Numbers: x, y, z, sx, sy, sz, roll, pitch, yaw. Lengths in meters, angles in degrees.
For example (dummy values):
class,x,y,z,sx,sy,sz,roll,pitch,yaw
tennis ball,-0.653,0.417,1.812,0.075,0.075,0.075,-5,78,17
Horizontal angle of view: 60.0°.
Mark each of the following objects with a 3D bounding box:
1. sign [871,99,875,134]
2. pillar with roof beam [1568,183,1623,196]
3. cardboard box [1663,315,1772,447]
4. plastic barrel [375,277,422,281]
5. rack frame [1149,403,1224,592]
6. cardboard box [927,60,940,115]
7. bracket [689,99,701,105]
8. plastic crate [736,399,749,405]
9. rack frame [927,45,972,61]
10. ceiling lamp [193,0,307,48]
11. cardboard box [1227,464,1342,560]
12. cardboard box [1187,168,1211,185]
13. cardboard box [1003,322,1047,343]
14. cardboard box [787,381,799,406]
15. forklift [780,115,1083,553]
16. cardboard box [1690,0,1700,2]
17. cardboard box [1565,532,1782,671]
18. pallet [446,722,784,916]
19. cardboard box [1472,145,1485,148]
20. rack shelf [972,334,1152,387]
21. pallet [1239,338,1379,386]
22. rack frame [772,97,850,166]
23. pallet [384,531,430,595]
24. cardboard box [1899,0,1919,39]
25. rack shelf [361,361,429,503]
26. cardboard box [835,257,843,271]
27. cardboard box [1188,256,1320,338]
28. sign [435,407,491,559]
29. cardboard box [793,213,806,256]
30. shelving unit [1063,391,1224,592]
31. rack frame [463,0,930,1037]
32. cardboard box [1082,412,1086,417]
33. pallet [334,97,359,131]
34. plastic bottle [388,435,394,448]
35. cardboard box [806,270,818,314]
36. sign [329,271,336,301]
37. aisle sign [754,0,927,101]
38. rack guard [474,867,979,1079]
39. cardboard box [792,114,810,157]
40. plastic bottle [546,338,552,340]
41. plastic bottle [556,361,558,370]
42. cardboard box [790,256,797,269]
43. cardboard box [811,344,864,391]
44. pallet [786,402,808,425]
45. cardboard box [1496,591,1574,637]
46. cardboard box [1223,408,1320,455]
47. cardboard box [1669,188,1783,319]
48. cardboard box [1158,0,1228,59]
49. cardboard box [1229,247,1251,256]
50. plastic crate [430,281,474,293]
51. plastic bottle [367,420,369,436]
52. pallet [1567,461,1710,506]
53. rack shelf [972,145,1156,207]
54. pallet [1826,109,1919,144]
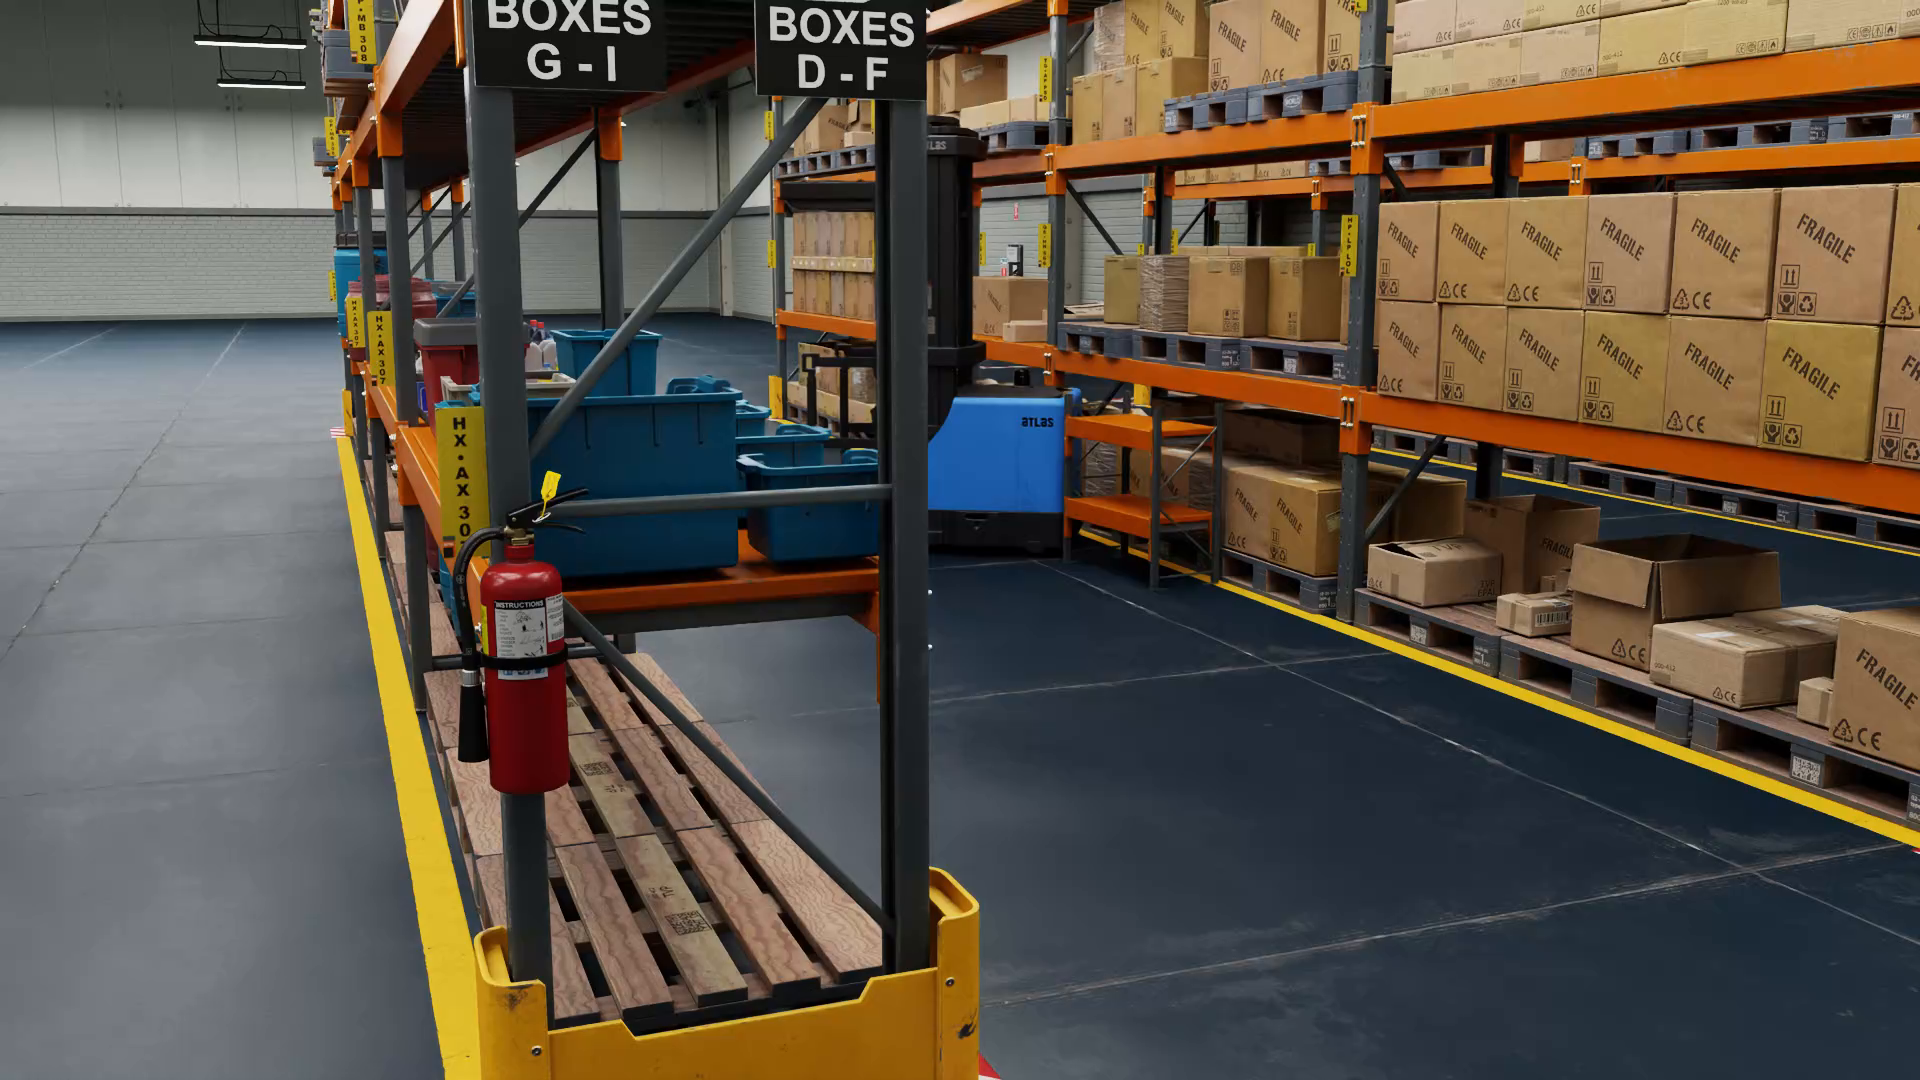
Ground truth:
class,x,y,z,sx,sy,sz,roll,pitch,yaw
sign,-0.809,-4.087,16.065,0.100,0.325,0.005,-4,11,-21
pillar with roof beam,2.096,-4.962,14.120,9.100,9.000,0.400,-4,11,-21
cardboard box,3.273,-0.665,6.808,0.500,0.500,0.500,-4,11,-20
plastic barrel,-4.345,-1.745,12.778,0.433,0.535,0.433,0,10,0
rack frame,1.388,-0.262,10.179,0.500,1.125,0.032,-5,11,-27
cardboard box,-0.106,-4.228,15.648,0.500,0.500,0.500,-4,11,-20
bracket,-8.064,-13.219,50.262,0.076,0.066,3.189,-4,11,-21
plastic crate,-0.930,-0.352,5.641,0.416,0.233,0.300,-4,11,-21
rack frame,-0.292,-5.306,16.054,1.000,3.000,0.127,-4,11,-21
ceiling lamp,-13.701,-11.087,31.886,2.000,3.185,0.800,-4,11,-21
cardboard box,1.989,-0.176,10.226,0.500,0.500,0.500,-4,11,-21
cardboard box,3.115,-4.611,20.371,0.500,0.500,0.500,-3,11,-18
cardboard box,0.574,-1.705,13.658,0.380,0.149,0.250,-4,11,-21
cardboard box,-1.755,-1.757,19.883,0.500,0.250,0.500,-4,11,-21
forklift,-0.672,-1.448,11.693,3.031,2.935,1.130,2,10,9
cardboard box,3.273,-2.274,6.574,0.500,0.250,0.500,-4,11,-21
cardboard box,3.292,0.272,7.697,0.797,0.503,0.637,-4,11,-21
pallet,-1.263,0.957,5.937,1.003,0.211,1.213,-4,11,-21
cardboard box,4.894,-4.105,16.380,0.500,0.500,0.500,-4,11,-23
rack shelf,0.432,-1.672,14.808,1.077,0.370,4.000,-4,11,-21
pallet,2.419,-1.089,10.028,1.003,0.211,1.213,-4,11,-21
rack frame,-1.742,-5.959,19.725,1.000,3.000,0.127,-4,11,-21
pallet,-3.136,0.113,10.681,1.003,0.211,1.213,-4,11,-21
cardboard box,3.624,-1.864,5.696,0.500,0.250,0.500,-4,11,-21
rack shelf,-2.736,-0.705,9.373,1.077,0.370,4.000,-4,11,-21
cardboard box,-1.148,-3.002,18.096,0.380,0.149,0.250,-4,11,-19
cardboard box,1.909,-1.587,10.792,0.700,0.500,0.500,-7,12,-35
sign,-1.069,-0.123,3.579,0.100,0.325,0.005,-4,11,-21
cardboard box,-1.565,-3.608,19.646,0.700,0.500,0.500,-4,11,-21
shelving unit,1.149,-0.340,10.621,0.538,1.125,1.048,-5,11,-27
rack frame,-0.562,-0.080,3.804,1.000,3.000,0.127,-4,11,-21
cardboard box,0.738,-0.898,13.457,0.500,0.311,0.500,-4,11,-19
pallet,-3.275,-2.639,10.162,1.003,0.211,1.213,-4,11,-21
plastic bottle,-5.278,-1.047,15.549,0.144,0.351,0.185,-4,11,-21
cardboard box,-1.390,-2.892,19.328,0.700,0.500,0.500,-4,11,-19
sign,-6.874,-2.794,18.270,0.100,0.325,0.005,-4,11,-21
aisle sign,-0.259,-1.367,3.617,0.394,0.787,0.004,-4,11,-21
rack guard,-0.541,1.154,4.006,1.175,0.500,0.348,-4,11,-21
cardboard box,-1.538,-4.715,19.401,0.797,0.503,0.637,-3,11,-17
plastic bottle,-2.295,-0.995,9.315,0.097,0.271,0.097,0,10,0
plastic bottle,-1.851,-0.793,7.955,0.144,0.351,0.185,-4,11,-21
cardboard box,-1.800,-3.296,19.748,0.380,0.149,0.250,-4,11,-21
cardboard box,-1.379,-1.964,18.905,0.500,0.500,0.500,-4,11,-21
pallet,-1.426,-1.510,19.808,1.003,0.211,1.213,-4,11,-21
cardboard box,2.880,0.355,8.196,0.380,0.166,0.250,-4,11,-21
cardboard box,2.114,-0.741,11.262,0.500,0.250,0.500,-4,11,-22
cardboard box,3.262,-1.157,6.720,0.500,0.500,0.500,-4,11,-19
cardboard box,1.679,-3.480,11.212,0.500,0.500,0.500,-4,11,-21
cardboard box,3.505,-3.194,19.542,0.500,0.500,0.500,-4,11,-23
plastic crate,-4.450,-2.011,14.475,0.402,0.464,0.583,-4,11,-21
plastic bottle,-5.797,-1.126,16.421,0.097,0.201,0.097,0,10,0
pallet,5.988,-0.508,14.174,1.003,0.211,1.213,-4,11,-21
rack shelf,0.432,-3.149,14.545,1.077,0.370,4.000,-4,11,-21
pallet,6.844,-2.891,11.587,0.805,0.209,1.217,-4,11,-23
